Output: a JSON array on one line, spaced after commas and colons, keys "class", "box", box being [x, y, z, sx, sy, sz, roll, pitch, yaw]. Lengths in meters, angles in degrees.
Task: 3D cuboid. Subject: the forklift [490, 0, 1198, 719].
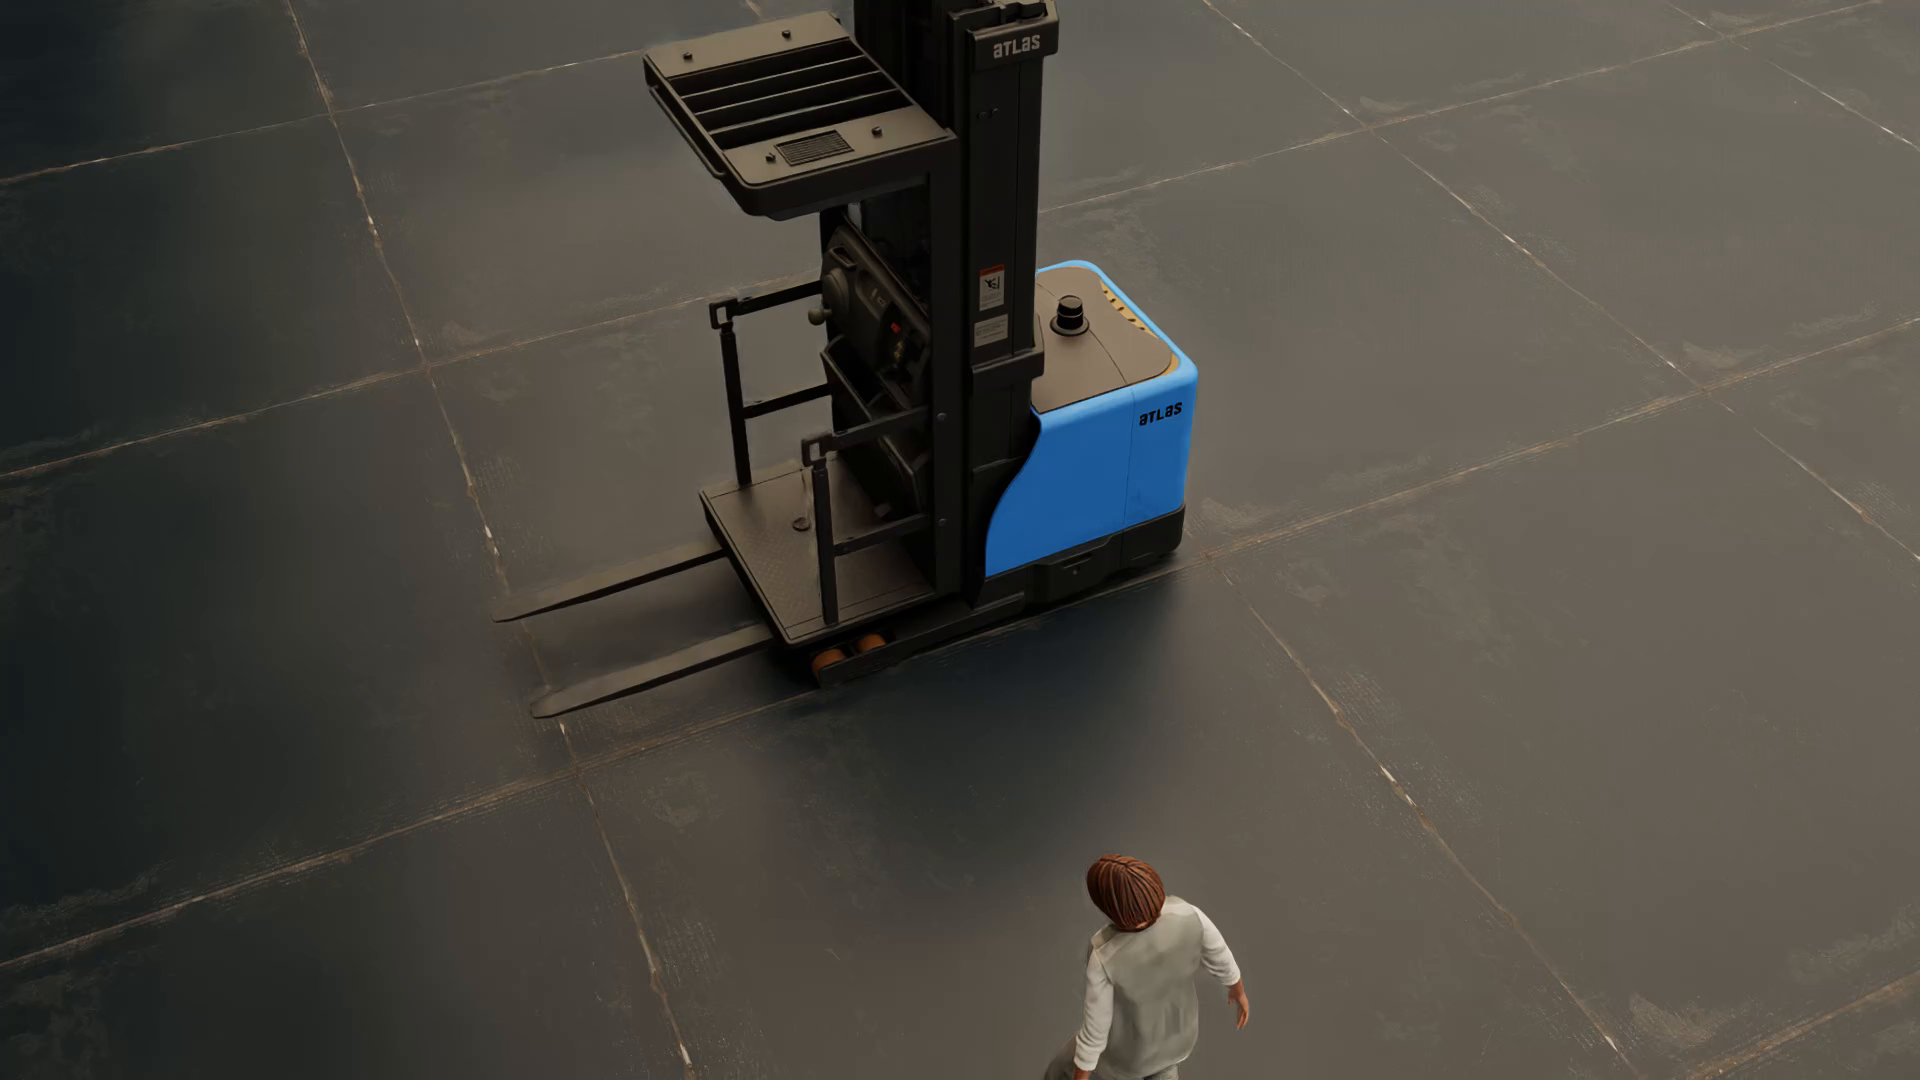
[{"class": "forklift", "box": [-0.525, -0.854, 6.595, 3.031, 2.935, 1.130, -19, 46, -19]}]

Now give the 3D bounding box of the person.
[{"class": "person", "box": [0.540, 1.522, 5.085, 0.740, 1.553, 0.403, -18, 46, -19]}]
